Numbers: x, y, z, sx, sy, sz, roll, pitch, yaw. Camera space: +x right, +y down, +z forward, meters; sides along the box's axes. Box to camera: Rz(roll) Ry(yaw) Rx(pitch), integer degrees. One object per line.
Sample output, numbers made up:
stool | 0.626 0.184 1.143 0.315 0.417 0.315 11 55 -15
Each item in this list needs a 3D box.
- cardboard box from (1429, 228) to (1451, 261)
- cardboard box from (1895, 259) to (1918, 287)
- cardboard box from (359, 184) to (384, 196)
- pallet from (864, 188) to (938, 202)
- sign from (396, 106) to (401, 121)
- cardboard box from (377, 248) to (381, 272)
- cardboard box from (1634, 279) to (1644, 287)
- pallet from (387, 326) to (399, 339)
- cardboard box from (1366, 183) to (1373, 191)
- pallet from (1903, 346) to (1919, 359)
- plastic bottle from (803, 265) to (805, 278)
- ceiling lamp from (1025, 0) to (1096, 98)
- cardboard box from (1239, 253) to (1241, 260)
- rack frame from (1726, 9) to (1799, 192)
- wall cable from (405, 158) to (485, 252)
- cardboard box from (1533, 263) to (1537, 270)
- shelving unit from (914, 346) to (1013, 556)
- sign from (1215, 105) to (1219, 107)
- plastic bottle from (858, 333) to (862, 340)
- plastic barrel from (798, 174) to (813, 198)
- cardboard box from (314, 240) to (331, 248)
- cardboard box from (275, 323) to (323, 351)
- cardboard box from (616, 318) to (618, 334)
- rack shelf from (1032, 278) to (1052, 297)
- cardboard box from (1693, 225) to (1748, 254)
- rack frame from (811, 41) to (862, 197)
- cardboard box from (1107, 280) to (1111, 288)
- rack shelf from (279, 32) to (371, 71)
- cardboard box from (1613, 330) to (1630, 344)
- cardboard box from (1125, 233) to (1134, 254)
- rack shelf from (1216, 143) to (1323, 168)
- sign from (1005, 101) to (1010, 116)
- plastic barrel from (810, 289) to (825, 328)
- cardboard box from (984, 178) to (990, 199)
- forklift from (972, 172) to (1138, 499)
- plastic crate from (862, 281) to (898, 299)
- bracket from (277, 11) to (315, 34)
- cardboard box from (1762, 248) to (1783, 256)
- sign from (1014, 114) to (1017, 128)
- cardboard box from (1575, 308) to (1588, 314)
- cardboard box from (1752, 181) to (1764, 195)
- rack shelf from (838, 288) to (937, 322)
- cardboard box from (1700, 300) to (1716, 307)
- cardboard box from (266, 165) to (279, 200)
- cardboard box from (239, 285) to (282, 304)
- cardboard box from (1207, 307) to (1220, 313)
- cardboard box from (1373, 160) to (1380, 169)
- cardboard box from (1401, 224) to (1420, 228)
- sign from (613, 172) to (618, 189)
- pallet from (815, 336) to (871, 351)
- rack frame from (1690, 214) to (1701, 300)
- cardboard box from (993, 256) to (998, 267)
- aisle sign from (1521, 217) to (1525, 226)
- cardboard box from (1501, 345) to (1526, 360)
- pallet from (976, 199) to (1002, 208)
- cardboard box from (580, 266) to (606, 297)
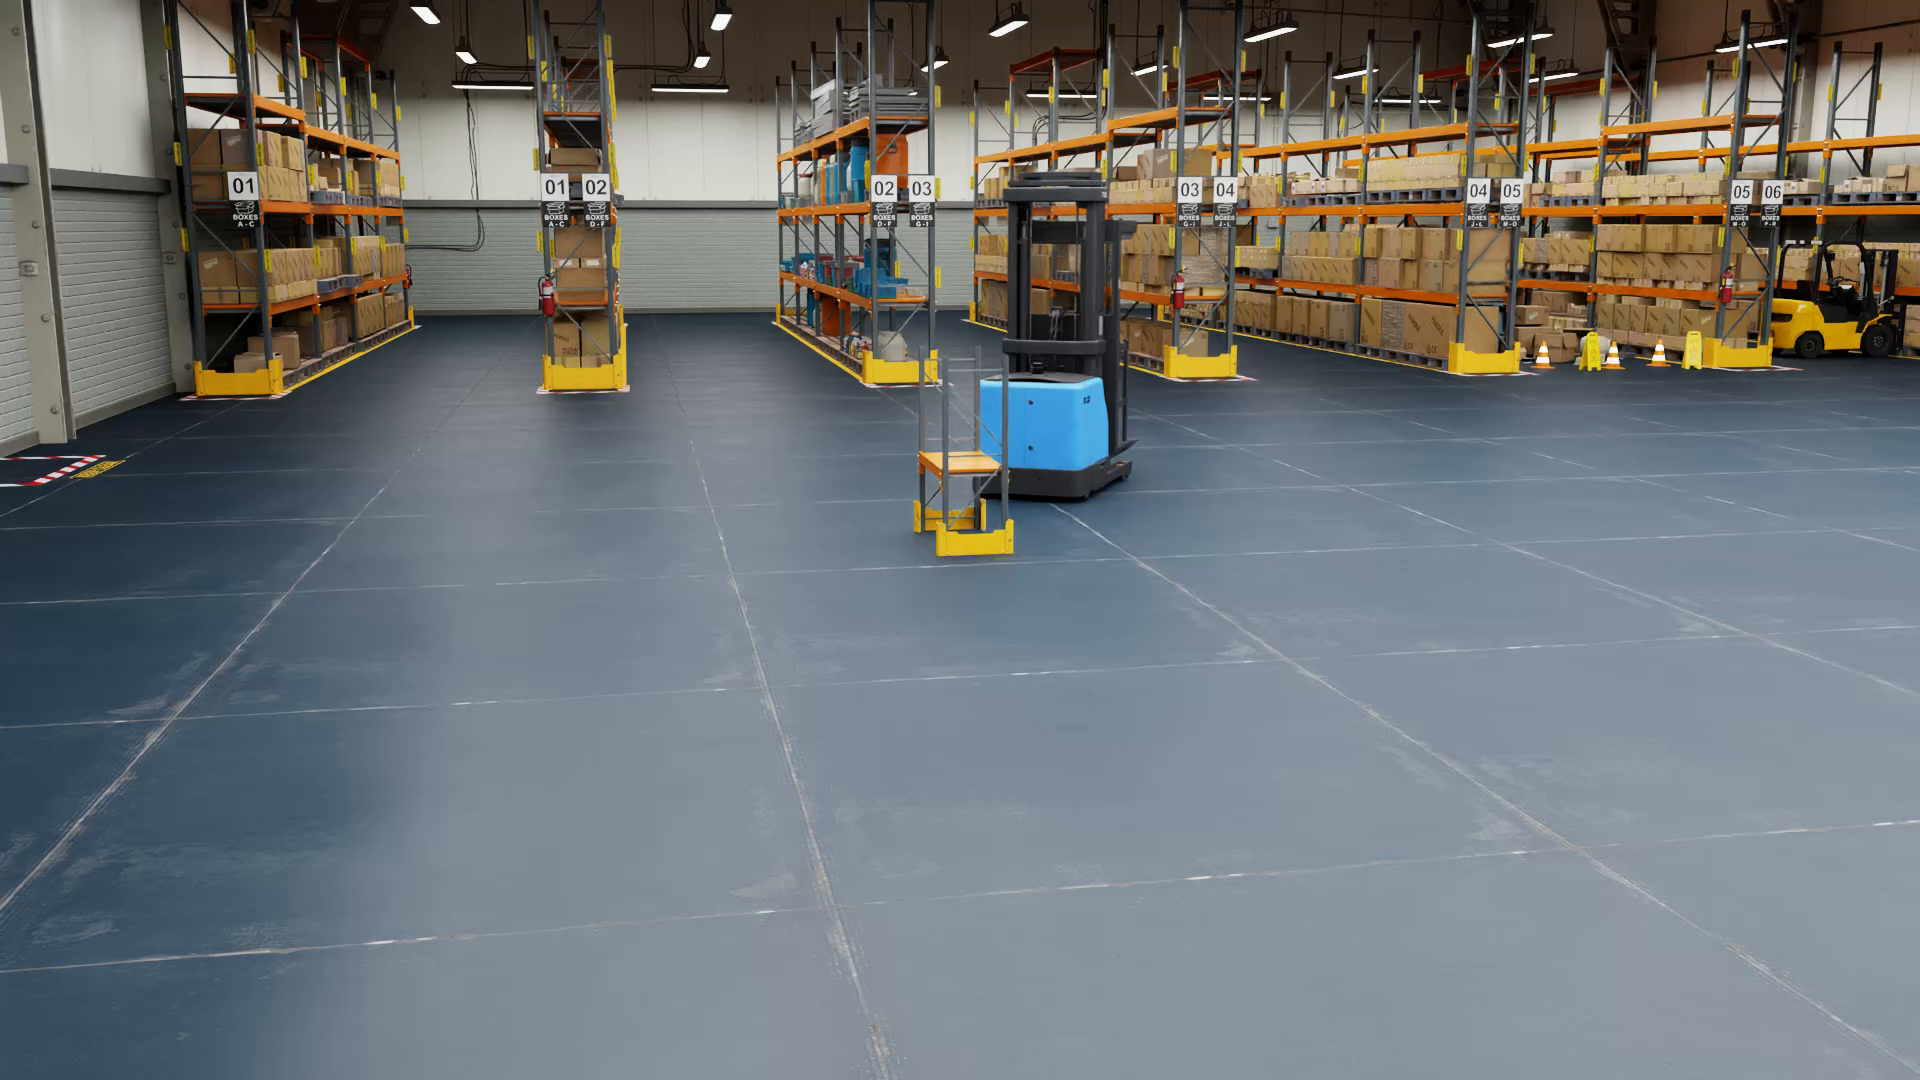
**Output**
cardboard box | 8.619 -5.092 28.640 0.875 0.550 0.550 -2 11 -11
cardboard box | 18.010 -5.020 31.283 0.500 0.500 0.500 -2 11 -12
cardboard box | -12.820 -7.612 36.153 0.500 0.250 0.500 -2 11 -11
pallet | -0.957 -5.515 26.634 1.003 0.211 1.213 -2 11 -11
sign | -13.187 -10.016 39.040 0.100 0.325 0.005 -2 11 -11
cardboard box | -12.607 -5.950 35.316 0.500 0.500 0.500 -2 11 -12
cardboard box | 12.895 -4.826 31.200 0.380 0.149 0.250 -2 11 -11
pallet | -13.015 -4.592 36.760 1.003 0.211 1.213 -2 11 -11
cardboard box | 7.810 -6.581 31.011 0.380 0.149 0.250 -2 11 -12
pallet | 18.365 -3.470 30.863 1.003 0.211 1.213 -2 11 -11
plastic bottle | -3.401 -5.877 36.365 0.061 0.283 0.133 -2 11 -11
ceiling lamp | 2.819 -13.493 44.409 2.000 3.185 0.800 -2 11 -11
cardboard box | 6.449 -6.375 37.423 0.380 0.149 0.250 -2 11 -12
rack frame | 13.687 -7.467 28.360 1.000 3.000 0.127 -2 11 -11
wall cable | -14.472 -9.026 44.854 3.097 2.526 0.112 -2 11 -11
cardboard box | 12.291 -5.756 34.963 0.380 0.149 0.250 -2 11 -9
shelving unit | 0.015 -0.723 12.983 0.587 1.500 1.083 -2 11 -11
sign | 5.981 -9.951 38.700 0.100 0.325 0.005 -2 11 -11
plastic bottle | -1.779 -3.470 29.313 0.144 0.351 0.185 -2 11 -11
plastic barrel | -3.370 -7.821 36.757 0.433 0.535 0.433 0 11 0
cardboard box | -11.993 -5.550 31.152 0.380 0.149 0.250 -4 12 -21
cardboard box | -11.698 -3.568 29.430 0.700 0.500 0.500 -2 11 -12
cardboard box | -6.560 -3.936 30.586 0.500 0.311 0.500 -2 11 -13
rack shelf | 2.021 -5.640 36.731 1.077 0.370 4.000 -2 11 -11
cardboard box | 13.373 -5.292 29.241 0.700 0.500 0.500 -2 11 -12
rack frame | -2.448 -8.394 33.229 1.000 3.000 0.127 -2 11 -11
cardboard box | 2.935 -4.719 30.641 0.380 0.149 0.250 -2 11 -11
rack shelf | -12.555 -9.679 33.020 1.077 0.370 4.000 -2 11 -11
cardboard box | 12.873 -3.893 31.861 0.500 0.250 0.500 -1 11 -8
cardboard box | 3.221 -5.304 29.306 0.500 0.500 0.500 -2 11 -11
rack shelf | 6.906 -8.553 37.058 1.077 0.370 4.000 -2 11 -11
sign | 1.083 -9.828 37.845 0.100 0.325 0.005 -2 11 -11
plastic barrel | -3.000 -5.125 36.592 0.600 0.901 0.708 -2 11 -11
cardboard box | 0.999 -8.671 41.051 0.700 0.500 0.500 -3 11 -13
forklift | 1.067 -2.044 16.099 1.130 2.935 3.031 4 11 19
plastic crate | -1.283 -3.987 26.520 0.499 0.251 0.616 -2 11 -11
bracket | -12.996 -10.093 32.532 0.076 0.066 4.783 -2 11 -11
cardboard box | 17.215 -6.090 35.170 0.380 0.149 0.250 -2 11 -11
sign | 1.389 -10.556 41.880 0.100 0.325 0.005 -2 11 -11
cardboard box | 15.824 -5.799 42.144 0.380 0.149 0.250 -2 11 -13
cardboard box | 13.850 -6.168 29.162 0.500 0.250 0.500 -2 11 -12
rack shelf | -1.282 -3.993 28.076 1.077 0.370 4.000 -2 11 -11
cardboard box | 17.107 -5.093 37.161 0.875 0.625 0.625 -2 11 -9
cardboard box | -10.500 -5.322 24.791 0.500 0.500 0.500 -1 11 -7
cardboard box | -10.394 -3.656 24.731 0.500 0.250 0.500 -2 11 -13
cardboard box | 6.144 -5.520 39.883 0.380 0.149 0.250 -2 11 -10
cardboard box | 7.861 -6.926 30.691 0.380 0.149 0.250 -2 11 -11
cardboard box | 10.981 -7.625 40.557 0.380 0.149 0.250 -2 11 -12
sign | -6.762 -7.052 32.609 0.100 0.325 0.005 -2 11 -11
pallet | -2.336 -3.933 33.297 1.003 0.211 1.213 -2 11 -11
rack frame | 16.999 -6.168 37.582 1.000 3.000 0.127 -2 11 -11
cardboard box | 1.086 -6.693 39.942 0.500 0.250 0.500 -2 11 -10
aisle sign | 15.142 -8.914 45.057 0.394 0.787 0.004 -2 11 -11
cardboard box | 10.214 -3.464 30.684 0.396 0.266 0.258 0 11 -1
pallet | 1.009 -8.388 41.460 1.003 0.211 1.213 -2 11 -11
cardboard box | -6.028 -4.123 26.566 0.700 0.500 0.500 -2 11 -11
